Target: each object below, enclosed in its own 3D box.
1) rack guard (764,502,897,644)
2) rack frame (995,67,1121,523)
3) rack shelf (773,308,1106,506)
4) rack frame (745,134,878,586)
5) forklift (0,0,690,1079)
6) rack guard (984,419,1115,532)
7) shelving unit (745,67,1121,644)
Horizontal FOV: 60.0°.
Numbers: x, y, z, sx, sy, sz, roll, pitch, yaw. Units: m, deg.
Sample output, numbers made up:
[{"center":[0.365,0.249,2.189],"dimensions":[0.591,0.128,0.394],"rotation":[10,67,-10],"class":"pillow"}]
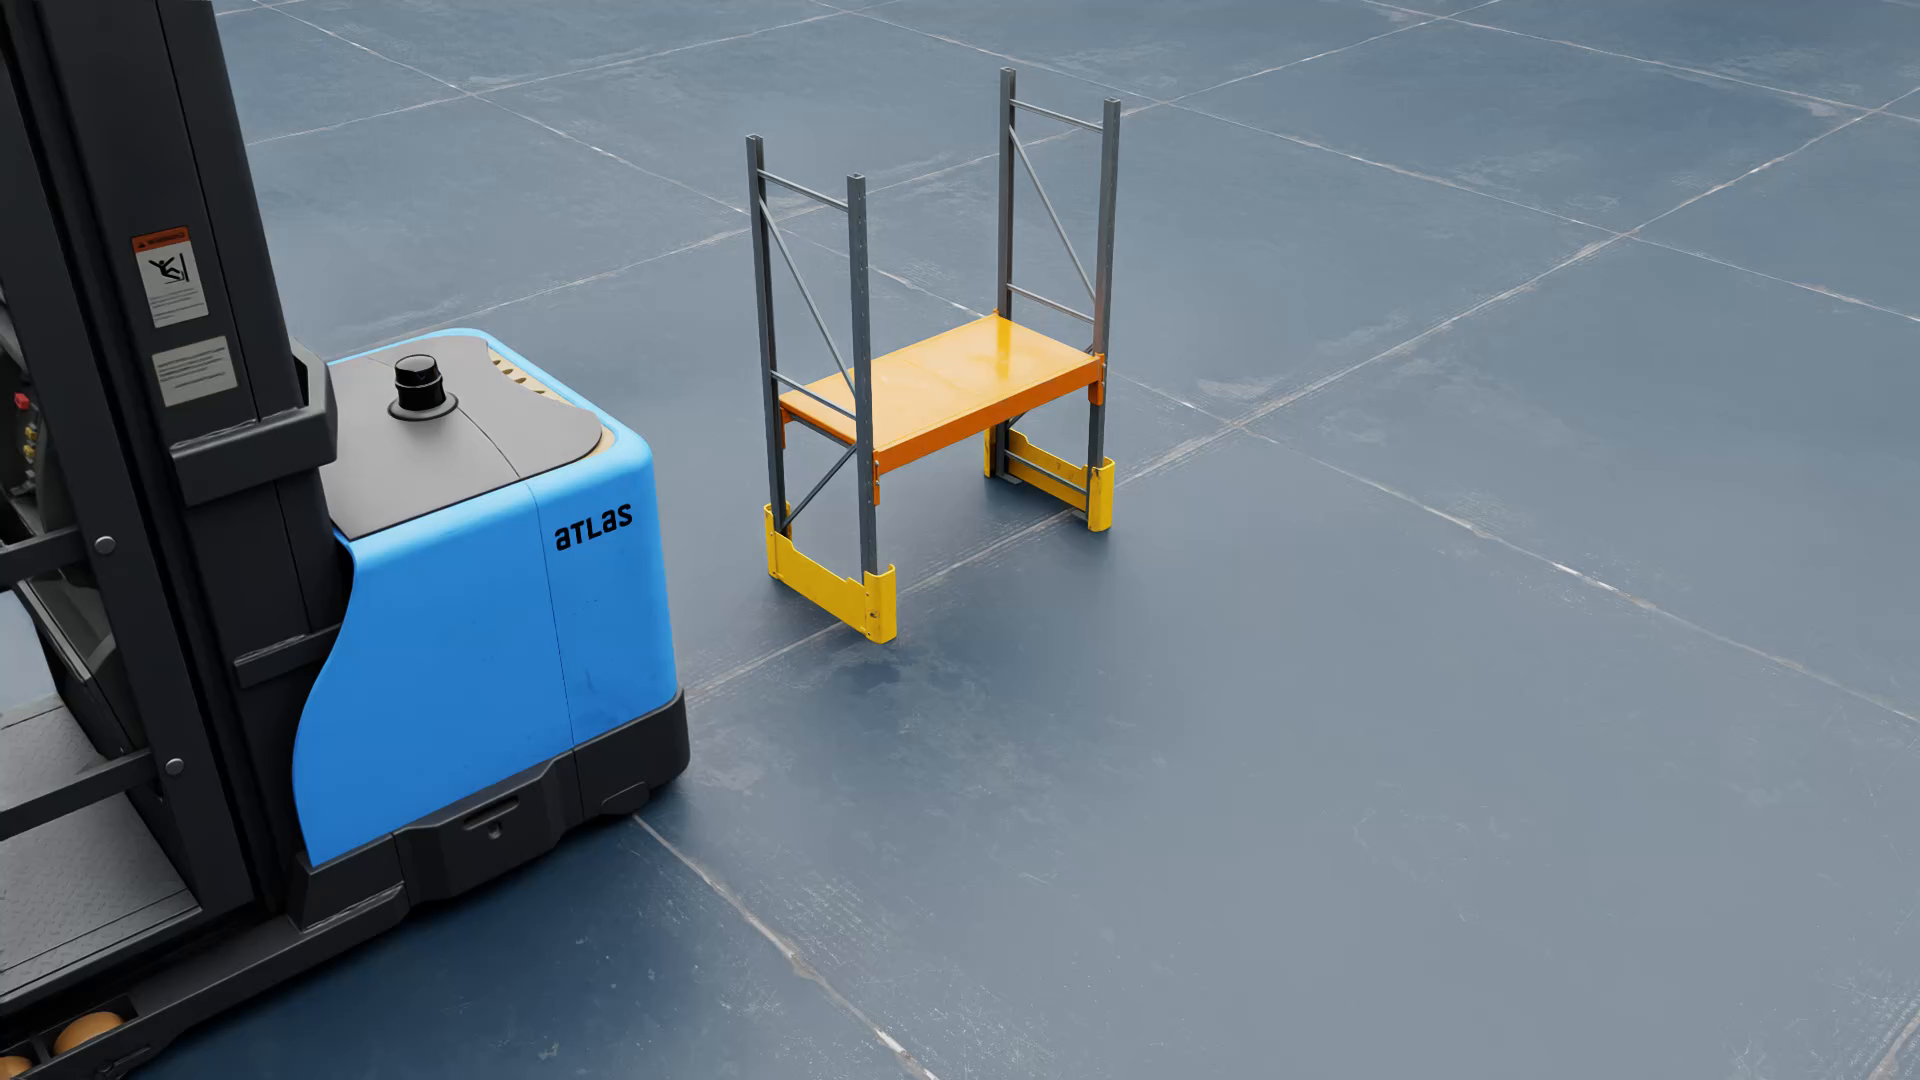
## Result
[{"center":[-0.421,0.097,5.352],"dimensions":[0.087,0.250,0.587],"rotation":[-26,40,-35],"class":"rack guard"},{"center":[0.310,-0.790,5.604],"dimensions":[0.032,1.500,0.500],"rotation":[-26,40,-35],"class":"rack frame"},{"center":[-0.063,-0.456,5.403],"dimensions":[1.000,0.185,0.538],"rotation":[-26,40,-35],"class":"rack shelf"},{"center":[-0.435,-0.429,5.014],"dimensions":[0.032,1.500,0.500],"rotation":[-26,40,-35],"class":"rack frame"},{"center":[-2.194,-0.264,3.372],"dimensions":[3.031,2.935,1.130],"rotation":[-24,39,-34],"class":"forklift"},{"center":[0.309,-0.256,5.929],"dimensions":[0.087,0.250,0.587],"rotation":[-26,40,-35],"class":"rack guard"},{"center":[-0.056,-0.613,5.315],"dimensions":[1.083,1.500,0.587],"rotation":[-26,40,-35],"class":"shelving unit"}]
